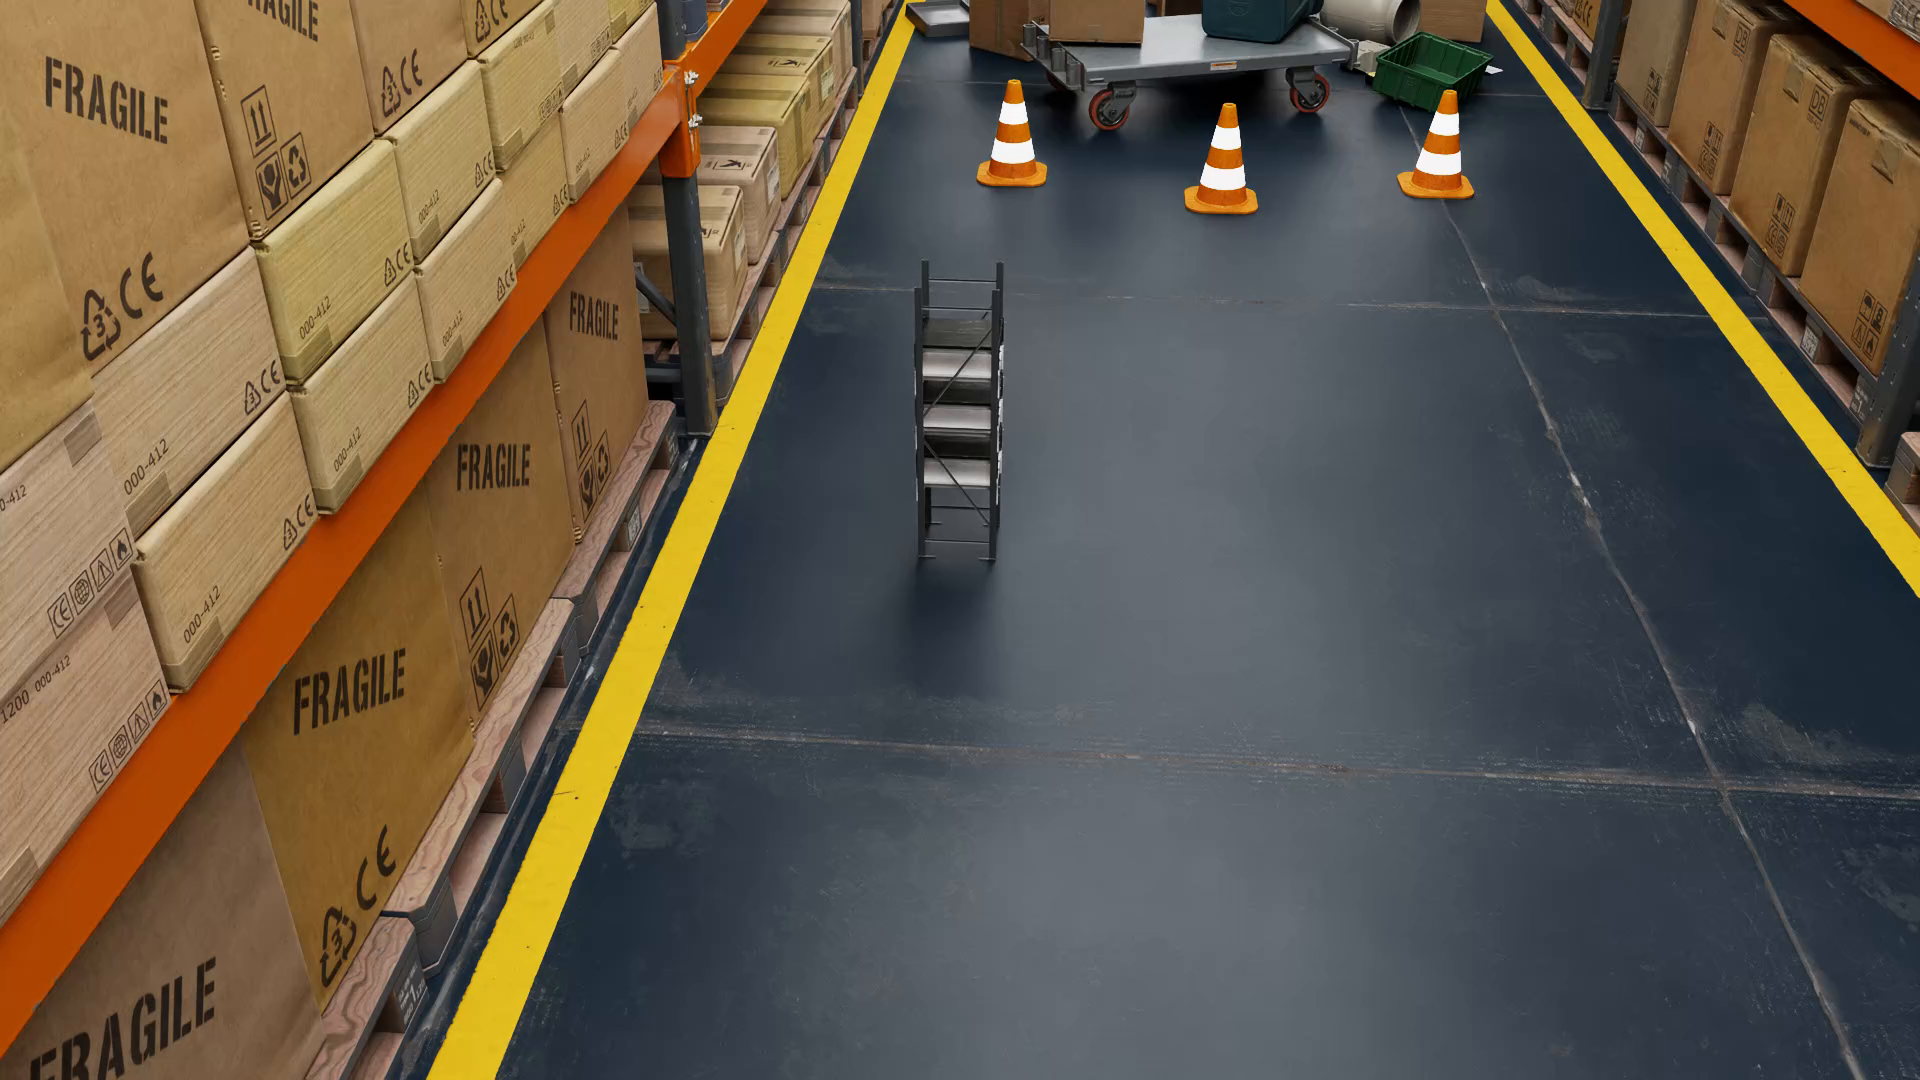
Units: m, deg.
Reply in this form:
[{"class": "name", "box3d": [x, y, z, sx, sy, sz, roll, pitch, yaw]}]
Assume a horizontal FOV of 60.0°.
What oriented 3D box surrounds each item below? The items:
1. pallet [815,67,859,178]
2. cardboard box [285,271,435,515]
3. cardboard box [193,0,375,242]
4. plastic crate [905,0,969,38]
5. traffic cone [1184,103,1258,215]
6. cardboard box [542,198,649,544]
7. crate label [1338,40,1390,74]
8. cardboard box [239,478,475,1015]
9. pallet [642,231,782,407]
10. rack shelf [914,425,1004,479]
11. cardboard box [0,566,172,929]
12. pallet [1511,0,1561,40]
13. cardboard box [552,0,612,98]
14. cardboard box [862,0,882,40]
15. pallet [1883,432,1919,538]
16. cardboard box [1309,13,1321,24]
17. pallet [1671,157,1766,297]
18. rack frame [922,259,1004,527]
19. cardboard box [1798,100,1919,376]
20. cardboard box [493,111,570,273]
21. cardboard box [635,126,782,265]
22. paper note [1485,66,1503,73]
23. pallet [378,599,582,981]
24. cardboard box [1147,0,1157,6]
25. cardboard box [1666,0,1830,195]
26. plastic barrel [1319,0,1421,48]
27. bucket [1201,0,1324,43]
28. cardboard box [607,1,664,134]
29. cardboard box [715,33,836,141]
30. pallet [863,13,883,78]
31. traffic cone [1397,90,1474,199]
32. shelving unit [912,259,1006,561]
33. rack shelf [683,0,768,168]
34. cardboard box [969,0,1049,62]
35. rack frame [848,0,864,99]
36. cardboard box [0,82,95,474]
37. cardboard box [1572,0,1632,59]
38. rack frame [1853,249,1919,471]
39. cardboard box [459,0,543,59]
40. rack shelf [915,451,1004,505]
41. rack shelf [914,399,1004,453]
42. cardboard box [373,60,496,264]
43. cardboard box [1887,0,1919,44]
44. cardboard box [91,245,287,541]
[{"class": "pallet", "box3d": [-1.101, -2.181, 8.588, 1.003, 0.211, 1.213, 2, 32, 4]}, {"class": "cardboard box", "box3d": [-1.293, -0.285, 2.997, 0.500, 0.250, 0.500, 2, 32, 4]}, {"class": "cardboard box", "box3d": [-1.311, -0.808, 2.653, 0.500, 0.500, 0.500, 2, 32, 3]}, {"class": "plastic crate", "box3d": [-0.094, -3.319, 10.559, 0.402, 0.080, 0.583, -8, 33, -13]}, {"class": "traffic cone", "box3d": [1.229, -1.793, 7.718, 0.336, 0.463, 0.334, 2, 32, 4]}, {"class": "cardboard box", "box3d": [-1.504, -0.601, 4.990, 0.875, 0.875, 0.875, 2, 32, 4]}, {"class": "crate label", "box3d": [2.360, -2.816, 9.690, 0.298, 0.136, 0.250, -20, 37, -29]}, {"class": "cardboard box", "box3d": [-1.654, 0.333, 3.475, 0.875, 0.875, 0.875, 3, 32, 5]}, {"class": "pallet", "box3d": [-1.299, -0.905, 6.518, 1.003, 0.211, 1.213, 2, 32, 4]}, {"class": "rack shelf", "box3d": [-0.001, -0.274, 5.072, 0.258, 0.077, 0.200, 2, 32, 4]}, {"class": "cardboard box", "box3d": [-1.391, 0.253, 2.124, 0.500, 0.250, 0.500, 2, 32, 3]}, {"class": "pallet", "box3d": [4.140, -3.464, 10.669, 1.003, 0.211, 1.213, 2, 32, 4]}, {"class": "cardboard box", "box3d": [-1.189, -1.301, 4.168, 0.500, 0.250, 0.500, 2, 32, 3]}, {"class": "cardboard box", "box3d": [-0.722, -3.081, 9.611, 0.500, 0.250, 0.500, 1, 32, 2]}, {"class": "pallet", "box3d": [3.512, 0.070, 4.935, 1.003, 0.211, 1.213, 2, 32, 4]}, {"class": "cardboard box", "box3d": [2.207, -3.431, 10.563, 0.396, 0.266, 0.258, 8, 32, 12]}, {"class": "pallet", "box3d": [3.818, -1.383, 7.294, 1.003, 0.211, 1.213, 2, 32, 4]}, {"class": "rack frame", "box3d": [0.008, -0.432, 5.093, 0.240, 0.900, 0.006, 2, 32, 4]}, {"class": "cardboard box", "box3d": [3.716, -1.061, 5.857, 1.050, 0.750, 0.750, 2, 32, 3]}, {"class": "cardboard box", "box3d": [-1.230, -0.814, 3.855, 0.500, 0.250, 0.500, 2, 32, 3]}, {"class": "cardboard box", "box3d": [-1.257, -1.425, 6.808, 0.950, 0.372, 0.625, 2, 32, 3]}, {"class": "paper note", "box3d": [3.055, -2.743, 9.672, 0.147, 0.020, 0.142, -20, 37, -29]}, {"class": "pallet", "box3d": [-1.606, 0.548, 4.159, 1.003, 0.211, 1.213, 2, 32, 4]}, {"class": "cardboard box", "box3d": [1.667, -3.778, 10.900, 0.797, 0.503, 0.637, -20, 37, -29]}, {"class": "cardboard box", "box3d": [3.860, -2.005, 7.389, 1.050, 0.750, 0.750, 2, 32, 4]}, {"class": "plastic barrel", "box3d": [2.466, -3.179, 10.005, 0.512, 0.421, 0.421, 27, 41, 37]}, {"class": "bucket", "box3d": [1.616, -3.040, 8.995, 0.726, 0.611, 0.620, 14, 44, 21]}, {"class": "cardboard box", "box3d": [-1.147, -1.345, 4.716, 0.500, 0.250, 0.500, 1, 32, 2]}, {"class": "cardboard box", "box3d": [-1.134, -2.185, 8.041, 0.950, 0.372, 0.625, 4, 32, 7]}, {"class": "pallet", "box3d": [-1.019, -2.941, 9.821, 1.003, 0.211, 1.213, 2, 32, 4]}, {"class": "traffic cone", "box3d": [2.289, -1.900, 7.892, 0.336, 0.463, 0.334, 2, 32, 4]}, {"class": "shelving unit", "box3d": [-0.001, -0.379, 5.007, 0.258, 0.900, 0.210, 2, 32, 4]}, {"class": "rack shelf", "box3d": [-1.202, -2.424, 7.009, 1.077, 0.370, 4.000, 2, 32, 4]}, {"class": "cardboard box", "box3d": [0.405, -3.215, 9.987, 0.500, 0.500, 0.500, 27, 41, 37]}, {"class": "rack frame", "box3d": [-1.039, -3.776, 8.517, 1.000, 3.000, 0.127, 2, 32, 4]}, {"class": "cardboard box", "box3d": [-1.368, -0.278, 1.794, 0.500, 0.500, 0.500, 3, 32, 5]}, {"class": "cardboard box", "box3d": [4.024, -3.217, 9.236, 0.875, 0.875, 0.875, 3, 32, 5]}, {"class": "rack frame", "box3d": [3.577, -1.525, 4.866, 1.000, 3.000, 0.127, 2, 32, 4]}, {"class": "cardboard box", "box3d": [-1.227, -1.343, 3.521, 0.500, 0.500, 0.500, 2, 32, 4]}, {"class": "rack shelf", "box3d": [-0.001, -0.197, 5.119, 0.258, 0.077, 0.200, 2, 32, 4]}, {"class": "rack shelf", "box3d": [-0.001, -0.350, 5.024, 0.258, 0.077, 0.200, 2, 32, 4]}, {"class": "cardboard box", "box3d": [-1.252, -0.760, 3.291, 0.500, 0.250, 0.500, 2, 32, 2]}, {"class": "cardboard box", "box3d": [3.346, -1.815, 5.241, 0.500, 0.500, 0.500, 2, 32, 4]}, {"class": "cardboard box", "box3d": [-1.359, -0.233, 2.436, 0.500, 0.250, 0.500, 3, 32, 5]}]
